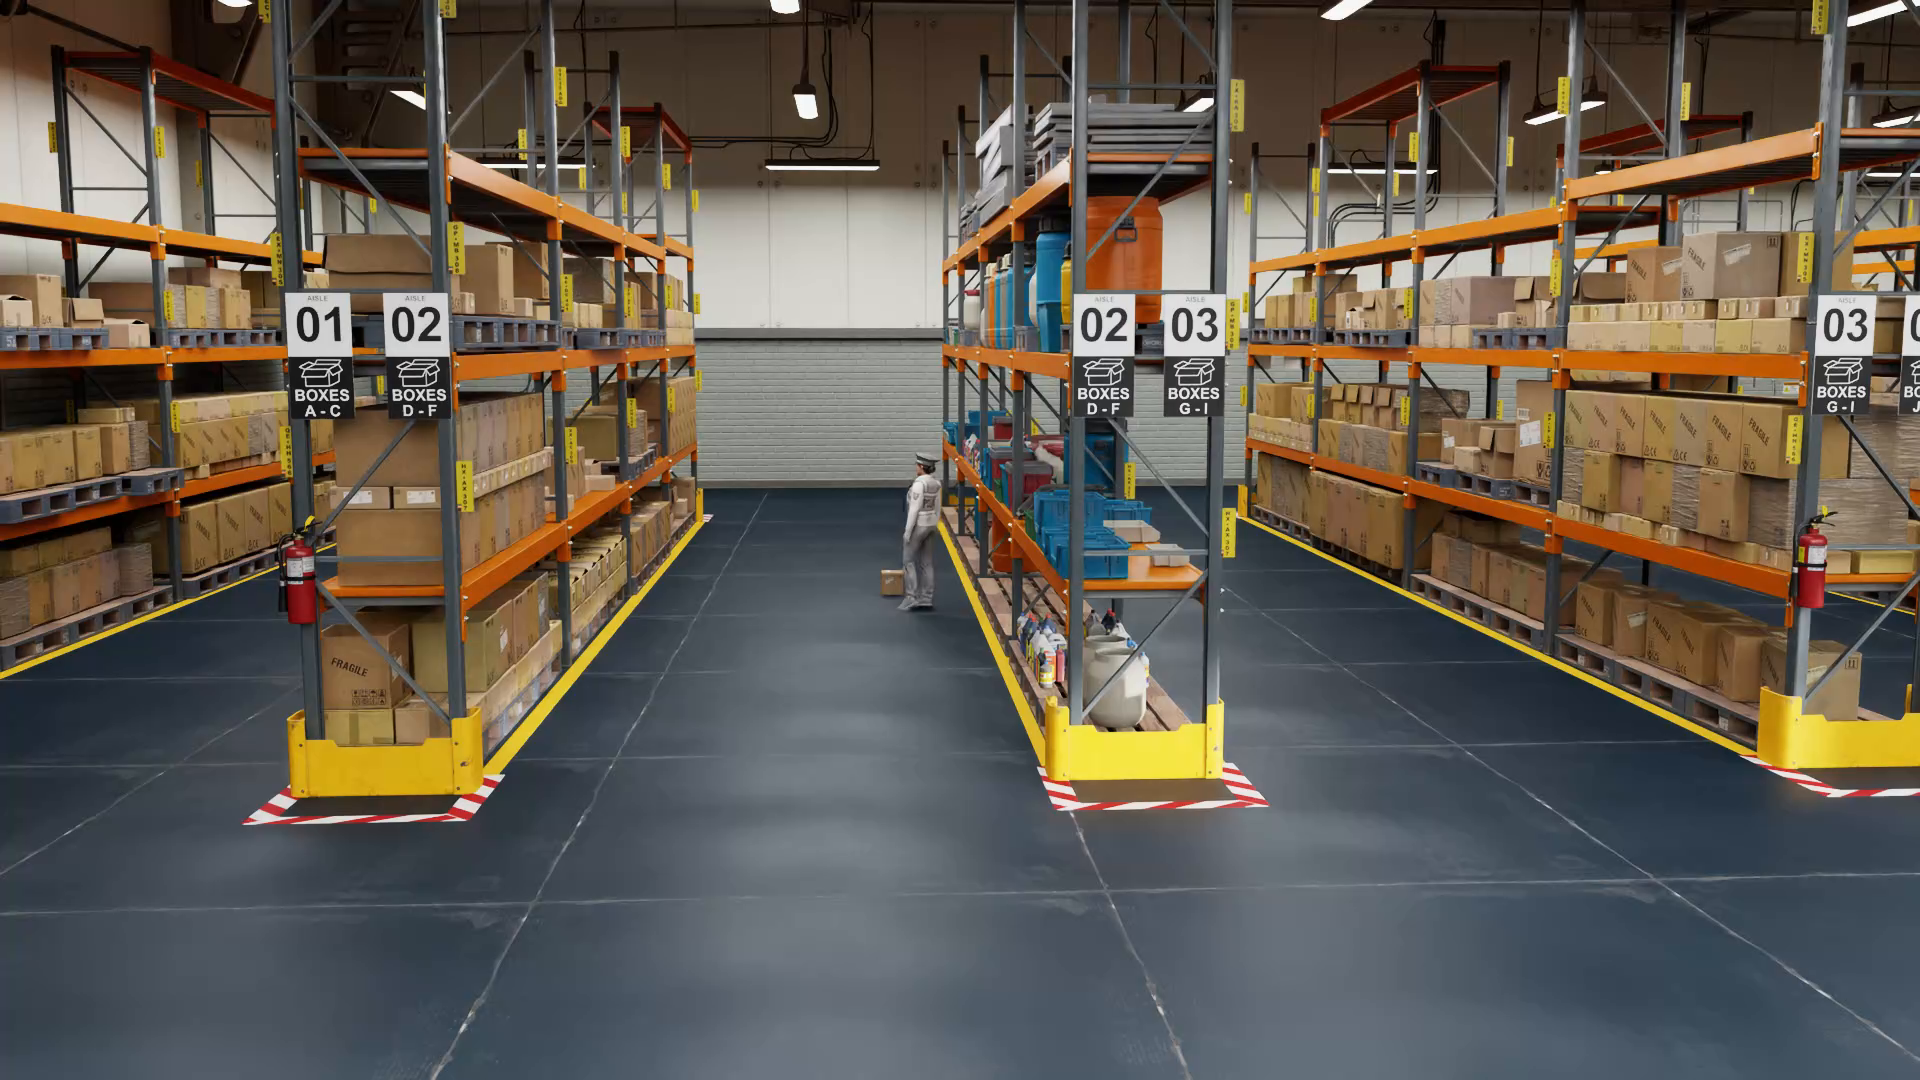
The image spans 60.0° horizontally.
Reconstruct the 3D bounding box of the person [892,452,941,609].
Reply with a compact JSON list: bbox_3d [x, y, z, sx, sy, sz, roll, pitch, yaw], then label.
[{"bbox_3d":[-0.462,-0.082,18.059,0.421,1.739,0.531,5,8,34],"label":"person"}]
